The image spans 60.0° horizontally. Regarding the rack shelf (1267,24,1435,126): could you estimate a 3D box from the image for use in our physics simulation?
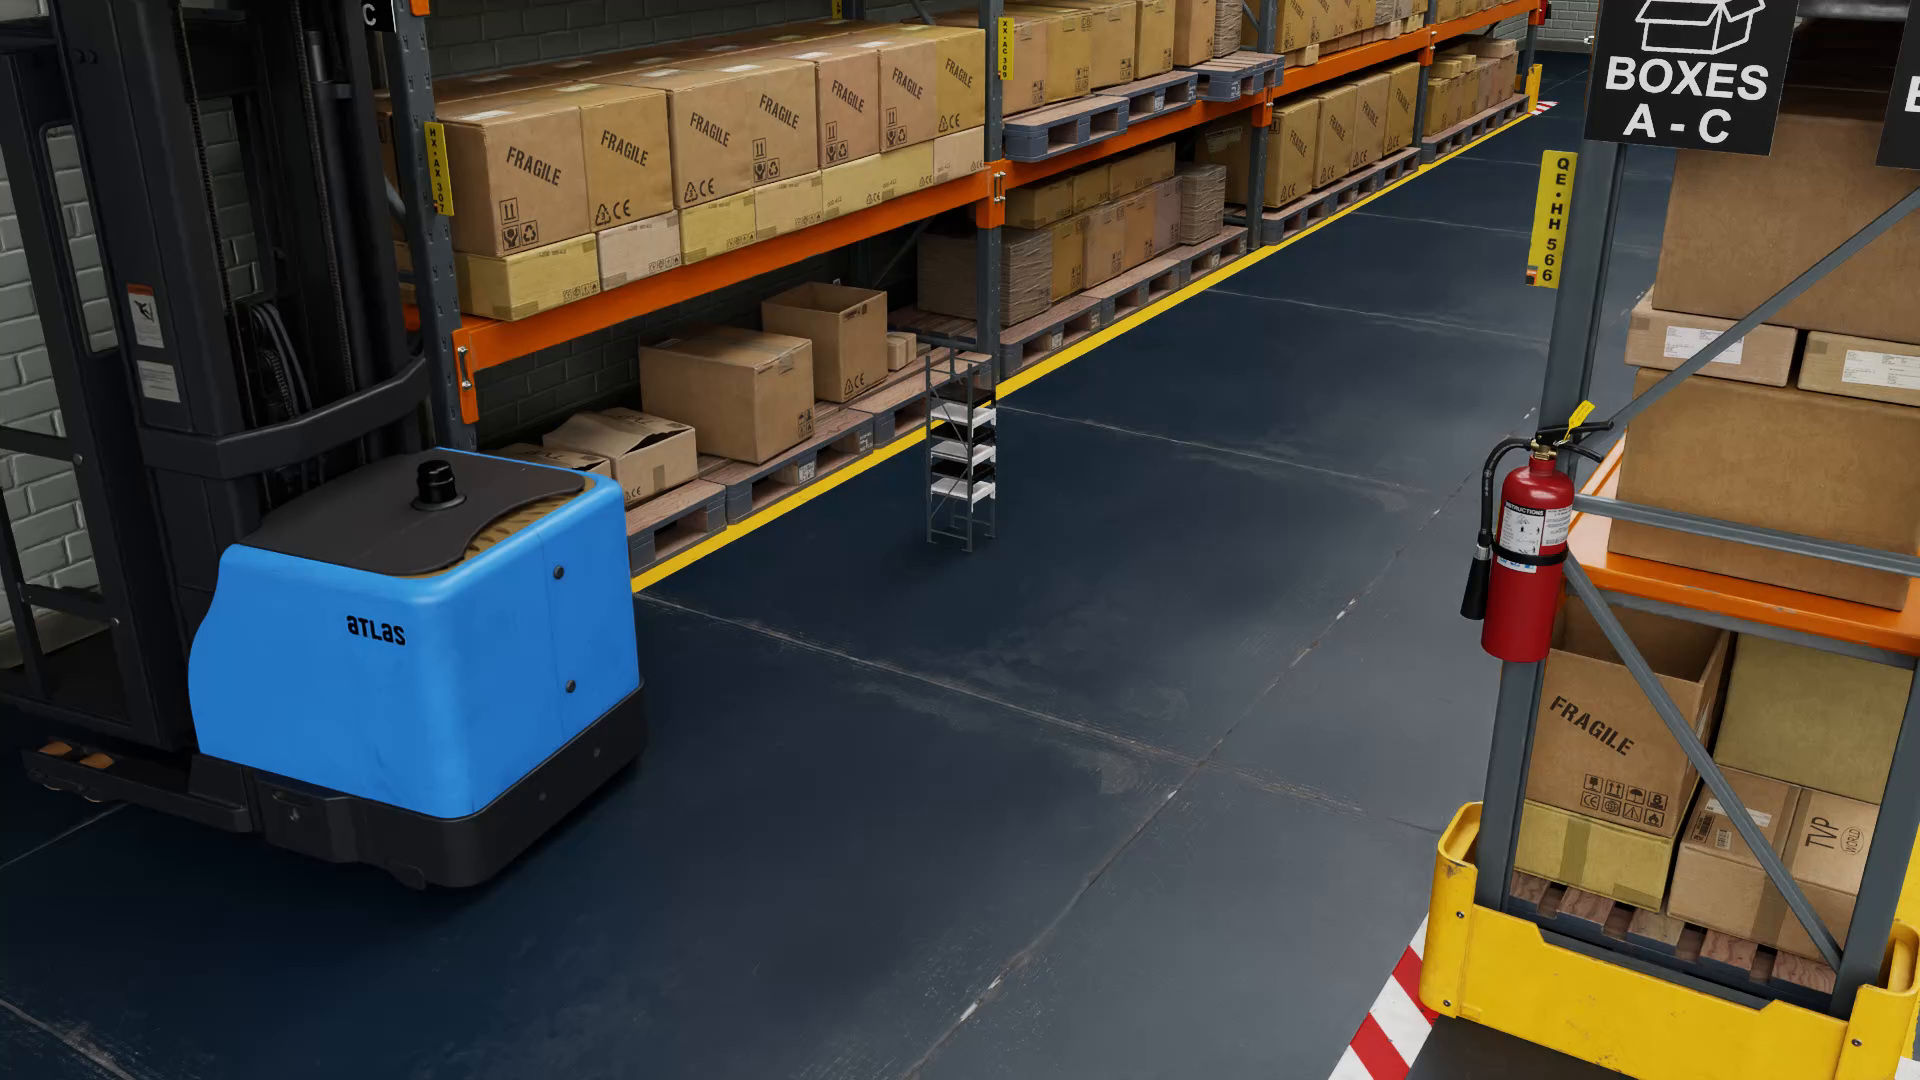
[{"bbox_3d":[2.946,-4.089,14.325,1.077,0.370,4.000,14,27,29],"label":"rack shelf"}]

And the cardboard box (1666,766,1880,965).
[{"bbox_3d":[2.354,0.928,4.764,0.500,0.250,0.500,14,27,29],"label":"cardboard box"}]

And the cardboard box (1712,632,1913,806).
[{"bbox_3d":[2.616,0.414,5.006,0.500,0.500,0.500,14,27,29],"label":"cardboard box"}]

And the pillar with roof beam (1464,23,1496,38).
[{"bbox_3d":[10.458,-9.388,18.108,9.100,9.000,0.400,14,27,29],"label":"pillar with roof beam"}]

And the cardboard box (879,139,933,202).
[{"bbox_3d":[-0.481,-1.945,8.630,0.500,0.250,0.500,14,27,29],"label":"cardboard box"}]

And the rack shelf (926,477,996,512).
[{"bbox_3d":[0.004,-0.220,7.662,0.258,0.077,0.200,14,27,29],"label":"rack shelf"}]

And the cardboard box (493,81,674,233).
[{"bbox_3d":[-1.552,-1.591,6.870,0.500,0.500,0.500,14,27,29],"label":"cardboard box"}]

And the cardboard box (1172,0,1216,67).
[{"bbox_3d":[1.380,-3.637,11.696,0.700,0.500,0.500,11,26,24],"label":"cardboard box"}]

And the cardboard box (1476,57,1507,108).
[{"bbox_3d":[5.563,-5.064,18.289,0.700,0.500,0.500,14,27,29],"label":"cardboard box"}]

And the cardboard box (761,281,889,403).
[{"bbox_3d":[-0.732,-1.090,9.085,0.500,0.500,0.500,12,26,25],"label":"cardboard box"}]

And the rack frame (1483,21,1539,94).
[{"bbox_3d":[6.111,-6.444,18.860,1.000,3.000,0.127,14,27,29],"label":"rack frame"}]

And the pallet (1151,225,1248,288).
[{"bbox_3d":[1.478,-2.201,12.569,1.003,0.211,1.213,14,27,29],"label":"pallet"}]

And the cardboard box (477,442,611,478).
[{"bbox_3d":[-1.887,-0.227,7.329,0.500,0.311,0.500,11,26,23],"label":"cardboard box"}]

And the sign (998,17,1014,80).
[{"bbox_3d":[0.246,-2.680,9.076,0.100,0.325,0.005,14,27,29],"label":"sign"}]

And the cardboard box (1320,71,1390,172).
[{"bbox_3d":[3.303,-3.753,14.821,0.750,0.750,0.750,15,27,31],"label":"cardboard box"}]

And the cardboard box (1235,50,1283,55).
[{"bbox_3d":[2.262,-3.701,12.814,0.380,0.149,0.250,13,27,28],"label":"cardboard box"}]

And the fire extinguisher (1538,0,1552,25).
[{"bbox_3d":[6.583,-6.192,18.844,0.296,0.674,0.183,14,27,29],"label":"fire extinguisher"}]

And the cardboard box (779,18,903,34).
[{"bbox_3d":[-0.644,-2.564,9.116,0.500,0.500,0.500,13,27,28],"label":"cardboard box"}]

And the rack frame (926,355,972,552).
[{"bbox_3d":[-0.049,-0.381,7.498,0.240,0.900,0.006,14,27,29],"label":"rack frame"}]

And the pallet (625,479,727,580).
[{"bbox_3d":[-1.830,-0.057,7.616,1.003,0.211,1.213,14,27,29],"label":"pallet"}]

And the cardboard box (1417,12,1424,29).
[{"bbox_3d":[4.064,-4.815,15.387,0.380,0.149,0.250,14,27,29],"label":"cardboard box"}]

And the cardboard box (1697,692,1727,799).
[{"bbox_3d":[2.167,0.648,5.411,0.500,0.250,0.500,14,27,29],"label":"cardboard box"}]

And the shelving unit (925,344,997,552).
[{"bbox_3d":[0.004,-0.416,7.578,0.258,0.900,0.210,14,27,29],"label":"shelving unit"}]

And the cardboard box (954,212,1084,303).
[{"bbox_3d":[0.385,-1.886,10.923,0.700,0.500,0.500,13,27,28],"label":"cardboard box"}]

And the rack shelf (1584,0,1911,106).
[{"bbox_3d":[2.937,-1.729,5.097,1.077,0.370,4.000,14,27,29],"label":"rack shelf"}]

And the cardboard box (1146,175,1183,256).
[{"bbox_3d":[1.185,-2.396,12.101,0.700,0.500,0.500,14,27,29],"label":"cardboard box"}]

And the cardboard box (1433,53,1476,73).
[{"bbox_3d":[5.094,-4.922,17.145,0.380,0.149,0.250,13,27,27],"label":"cardboard box"}]

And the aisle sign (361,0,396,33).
[{"bbox_3d":[-2.112,-2.150,5.668,0.394,0.787,0.004,14,27,29],"label":"aisle sign"}]

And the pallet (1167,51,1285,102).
[{"bbox_3d":[1.606,-3.393,12.054,1.213,0.211,1.003,14,27,29],"label":"pallet"}]

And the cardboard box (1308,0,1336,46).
[{"bbox_3d":[2.649,-4.221,13.199,0.500,0.500,0.500,15,28,31],"label":"cardboard box"}]

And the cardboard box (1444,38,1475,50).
[{"bbox_3d":[5.457,-5.443,18.349,0.380,0.149,0.250,14,27,29],"label":"cardboard box"}]

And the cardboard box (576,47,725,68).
[{"bbox_3d":[-1.452,-2.045,7.919,0.500,0.500,0.500,14,27,30],"label":"cardboard box"}]

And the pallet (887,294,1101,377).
[{"bbox_3d":[0.191,-1.378,10.666,1.003,0.211,1.213,14,27,29],"label":"pallet"}]

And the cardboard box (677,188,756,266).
[{"bbox_3d":[-1.266,-1.432,7.445,0.500,0.250,0.500,13,27,28],"label":"cardboard box"}]

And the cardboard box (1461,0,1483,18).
[{"bbox_3d":[4.691,-5.657,16.664,0.980,0.700,0.700,13,27,28],"label":"cardboard box"}]

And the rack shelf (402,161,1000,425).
[{"bbox_3d":[-1.274,-1.389,8.088,1.077,0.370,4.000,14,27,29],"label":"rack shelf"}]

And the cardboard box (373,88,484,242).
[{"bbox_3d":[-2.260,-1.532,6.733,0.500,0.500,0.500,14,27,28],"label":"cardboard box"}]

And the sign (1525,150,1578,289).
[{"bbox_3d":[1.428,-0.766,3.987,0.100,0.325,0.005,14,27,29],"label":"sign"}]

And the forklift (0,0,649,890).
[{"bbox_3d":[-2.669,-0.629,5.513,3.031,2.935,1.130,10,25,21],"label":"forklift"}]

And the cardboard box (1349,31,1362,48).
[{"bbox_3d":[3.206,-4.308,14.216,0.380,0.149,0.250,15,27,31],"label":"cardboard box"}]

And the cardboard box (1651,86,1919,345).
[{"bbox_3d":[2.167,-0.821,4.112,0.700,0.500,0.500,14,27,29],"label":"cardboard box"}]

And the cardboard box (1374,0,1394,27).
[{"bbox_3d":[3.439,-4.735,14.387,0.500,0.500,0.500,14,27,29],"label":"cardboard box"}]

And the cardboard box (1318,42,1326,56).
[{"bbox_3d":[2.772,-4.056,13.634,0.380,0.149,0.250,15,27,30],"label":"cardboard box"}]

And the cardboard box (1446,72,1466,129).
[{"bbox_3d":[4.751,-4.540,17.078,0.700,0.500,0.500,14,27,28],"label":"cardboard box"}]

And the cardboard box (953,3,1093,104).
[{"bbox_3d":[0.380,-2.994,10.210,0.700,0.500,0.500,17,29,34],"label":"cardboard box"}]

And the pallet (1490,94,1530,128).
[{"bbox_3d":[5.756,-4.878,18.753,1.003,0.211,1.213,14,27,29],"label":"pallet"}]

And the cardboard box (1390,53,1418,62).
[{"bbox_3d":[4.652,-4.928,17.160,0.380,0.149,0.250,13,27,27],"label":"cardboard box"}]

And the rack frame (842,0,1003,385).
[{"bbox_3d":[-0.219,-2.394,9.505,1.000,3.000,0.127,14,27,29],"label":"rack frame"}]

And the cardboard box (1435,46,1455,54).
[{"bbox_3d":[5.056,-5.186,17.755,0.380,0.149,0.250,14,27,29],"label":"cardboard box"}]

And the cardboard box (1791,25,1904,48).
[{"bbox_3d":[2.969,-1.339,5.309,0.700,0.500,0.500,14,27,29],"label":"cardboard box"}]

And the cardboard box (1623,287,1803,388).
[{"bbox_3d":[1.922,-0.520,4.232,0.380,0.149,0.250,13,27,28],"label":"cardboard box"}]

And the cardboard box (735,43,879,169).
[{"bbox_3d":[-0.738,-2.117,8.084,0.500,0.500,0.500,13,27,27],"label":"cardboard box"}]

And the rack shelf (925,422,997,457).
[{"bbox_3d":[0.004,-0.468,7.555,0.258,0.077,0.200,14,27,29],"label":"rack shelf"}]

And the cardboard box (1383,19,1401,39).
[{"bbox_3d":[3.686,-4.545,14.764,0.380,0.149,0.250,14,27,29],"label":"cardboard box"}]

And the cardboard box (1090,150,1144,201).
[{"bbox_3d":[0.935,-2.535,11.479,0.500,0.250,0.500,14,27,29],"label":"cardboard box"}]
